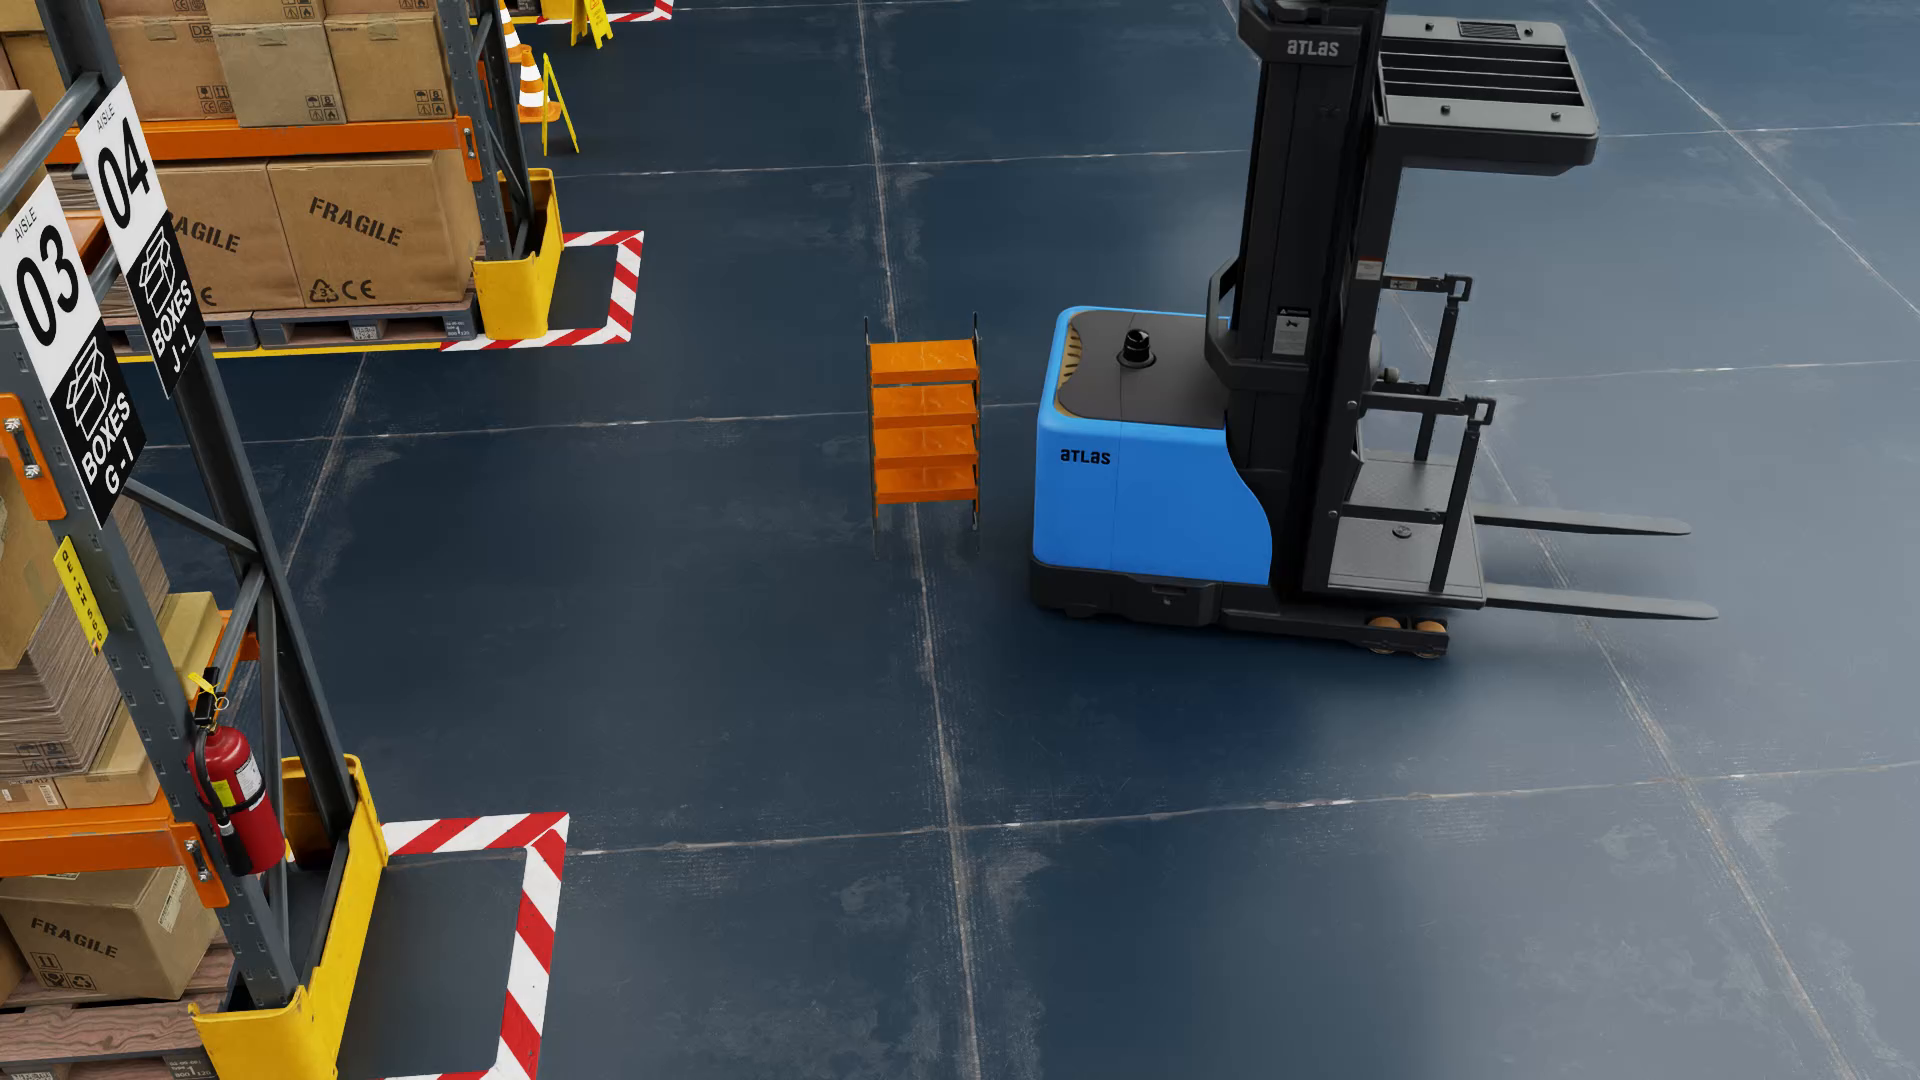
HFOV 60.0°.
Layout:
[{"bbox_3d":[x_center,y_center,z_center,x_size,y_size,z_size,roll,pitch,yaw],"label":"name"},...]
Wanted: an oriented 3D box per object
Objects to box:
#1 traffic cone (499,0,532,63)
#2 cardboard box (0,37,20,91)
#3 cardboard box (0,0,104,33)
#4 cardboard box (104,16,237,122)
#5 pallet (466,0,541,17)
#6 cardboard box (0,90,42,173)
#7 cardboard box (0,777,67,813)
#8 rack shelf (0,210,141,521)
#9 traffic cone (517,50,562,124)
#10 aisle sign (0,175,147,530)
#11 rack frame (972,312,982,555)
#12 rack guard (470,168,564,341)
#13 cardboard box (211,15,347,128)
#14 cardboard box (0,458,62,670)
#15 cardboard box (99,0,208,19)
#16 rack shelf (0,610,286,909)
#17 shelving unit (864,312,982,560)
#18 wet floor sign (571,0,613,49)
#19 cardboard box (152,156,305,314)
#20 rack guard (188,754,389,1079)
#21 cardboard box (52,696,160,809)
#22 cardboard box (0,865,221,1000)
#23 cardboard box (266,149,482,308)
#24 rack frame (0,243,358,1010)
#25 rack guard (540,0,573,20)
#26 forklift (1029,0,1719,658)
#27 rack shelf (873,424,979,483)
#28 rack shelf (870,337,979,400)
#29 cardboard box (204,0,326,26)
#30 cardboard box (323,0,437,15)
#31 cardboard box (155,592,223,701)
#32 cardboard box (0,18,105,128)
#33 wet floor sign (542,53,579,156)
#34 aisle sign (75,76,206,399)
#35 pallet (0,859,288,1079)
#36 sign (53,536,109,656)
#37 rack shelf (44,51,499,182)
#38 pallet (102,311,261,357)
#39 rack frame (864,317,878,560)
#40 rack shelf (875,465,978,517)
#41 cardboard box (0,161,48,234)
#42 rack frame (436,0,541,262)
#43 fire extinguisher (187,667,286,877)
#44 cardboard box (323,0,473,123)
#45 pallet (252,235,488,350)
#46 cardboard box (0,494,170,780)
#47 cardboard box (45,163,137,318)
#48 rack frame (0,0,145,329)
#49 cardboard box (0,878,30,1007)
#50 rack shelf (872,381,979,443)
[{"bbox_3d":[-3.478,-3.917,12.663,0.334,0.463,0.336,-3,38,-4],"label":"traffic cone"},{"bbox_3d":[-5.149,-2.552,8.764,0.550,0.550,0.875,-3,38,-4],"label":"cardboard box"},{"bbox_3d":[-4.624,-3.027,8.494,0.500,0.550,0.875,-3,38,-4],"label":"cardboard box"},{"bbox_3d":[-4.106,-2.698,8.948,0.550,0.550,0.875,-3,38,-4],"label":"cardboard box"},{"bbox_3d":[-4.052,-4.611,13.746,1.213,0.211,1.003,-3,38,-4],"label":"pallet"},{"bbox_3d":[-2.581,-1.021,4.322,0.250,0.149,0.380,-3,38,-4],"label":"cardboard box"},{"bbox_3d":[-2.801,0.637,5.046,0.250,0.149,0.380,-3,38,-4],"label":"cardboard box"},{"bbox_3d":[-4.279,-0.404,4.321,4.000,0.370,1.077,-3,38,-4],"label":"rack shelf"},{"bbox_3d":[-3.041,-3.251,11.819,0.334,0.463,0.336,-3,38,-4],"label":"traffic cone"},{"bbox_3d":[-2.198,-0.457,4.131,0.004,0.787,0.394,-3,38,-4],"label":"aisle sign"},{"bbox_3d":[0.078,-0.475,7.706,0.015,1.200,0.240,-3,38,-4],"label":"rack frame"},{"bbox_3d":[-2.601,-1.704,9.828,0.348,0.500,1.175,-3,38,-4],"label":"rack guard"},{"bbox_3d":[-3.537,-2.651,8.889,0.550,0.550,0.875,-3,38,-4],"label":"cardboard box"},{"bbox_3d":[-2.813,0.016,4.502,0.500,0.500,0.500,-3,38,-4],"label":"cardboard box"},{"bbox_3d":[-4.108,-3.136,8.633,0.550,0.550,0.875,-3,38,-4],"label":"cardboard box"},{"bbox_3d":[-4.279,0.774,5.250,4.000,0.370,1.077,-3,38,-4],"label":"rack shelf"},{"bbox_3d":[-0.165,-0.462,7.689,0.503,1.200,0.258,-3,38,-4],"label":"shelving unit"},{"bbox_3d":[-2.880,-4.159,12.822,0.232,0.644,0.267,9,39,12],"label":"wet floor sign"},{"bbox_3d":[-4.171,-1.887,9.419,0.875,0.875,0.875,-4,38,-5],"label":"cardboard box"},{"bbox_3d":[-2.362,1.367,5.936,0.348,0.500,1.175,-3,38,-4],"label":"rack guard"},{"bbox_3d":[-2.552,0.623,5.063,0.250,0.149,0.380,-3,38,-4],"label":"cardboard box"},{"bbox_3d":[-2.910,1.222,5.780,0.500,0.500,0.500,4,38,4],"label":"cardboard box"},{"bbox_3d":[-3.295,-1.937,9.481,0.875,0.875,0.875,-3,38,-4],"label":"cardboard box"},{"bbox_3d":[-2.287,0.382,5.167,0.127,3.000,1.000,-3,38,-4],"label":"rack frame"},{"bbox_3d":[-3.240,-4.747,13.685,0.348,0.500,1.175,-3,38,-4],"label":"rack guard"},{"bbox_3d":[1.877,-0.979,6.947,3.031,2.935,1.130,5,39,7],"label":"forklift"},{"bbox_3d":[-0.165,-0.409,7.730,0.480,0.148,0.258,-3,38,-4],"label":"rack shelf"},{"bbox_3d":[-0.165,-0.770,7.445,0.480,0.148,0.258,-3,38,-4],"label":"rack shelf"},{"bbox_3d":[-3.538,-3.083,8.565,0.550,0.550,0.875,-3,38,-4],"label":"cardboard box"},{"bbox_3d":[-2.998,-3.170,8.676,0.550,0.550,0.875,-3,38,-4],"label":"cardboard box"},{"bbox_3d":[-2.592,0.349,5.411,0.250,0.149,0.380,-3,38,-4],"label":"cardboard box"},{"bbox_3d":[-4.630,-2.643,8.879,0.500,0.550,0.875,-3,38,-4],"label":"cardboard box"},{"bbox_3d":[-2.772,-2.983,11.332,0.232,0.644,0.267,-9,39,-12],"label":"wet floor sign"},{"bbox_3d":[-2.251,-0.827,4.600,0.004,0.787,0.394,-3,38,-4],"label":"aisle sign"},{"bbox_3d":[-3.175,1.503,5.996,1.213,0.211,1.003,-3,38,-4],"label":"pallet"},{"bbox_3d":[-2.257,0.147,4.275,0.005,0.325,0.100,-3,38,-4],"label":"sign"},{"bbox_3d":[-4.617,-2.292,9.136,4.000,0.370,1.077,-3,38,-4],"label":"rack shelf"},{"bbox_3d":[-4.627,-1.432,9.717,1.213,0.211,1.003,-3,38,-4],"label":"pallet"},{"bbox_3d":[-0.408,-0.449,7.672,0.015,1.200,0.240,-3,38,-4],"label":"rack frame"},{"bbox_3d":[-0.165,-0.253,7.853,0.480,0.148,0.258,-3,38,-4],"label":"rack shelf"},{"bbox_3d":[-2.789,-0.870,4.453,0.500,0.250,0.500,-2,38,-3],"label":"cardboard box"},{"bbox_3d":[-2.625,-2.684,9.052,0.127,3.000,1.000,-3,38,-4],"label":"rack frame"},{"bbox_3d":[-2.132,0.690,4.838,0.183,0.674,0.296,-3,38,-4],"label":"fire extinguisher"},{"bbox_3d":[-2.991,-2.695,8.944,0.550,0.550,0.875,-3,38,-4],"label":"cardboard box"},{"bbox_3d":[-3.415,-1.497,9.799,1.213,0.211,1.003,-3,38,-4],"label":"pallet"},{"bbox_3d":[-2.837,0.239,5.027,0.500,0.500,0.875,-3,38,-4],"label":"cardboard box"},{"bbox_3d":[-5.079,-1.838,9.357,0.875,0.875,0.875,-3,38,-4],"label":"cardboard box"},{"bbox_3d":[-2.287,-1.973,3.308,0.127,3.000,1.000,-3,38,-4],"label":"rack frame"},{"bbox_3d":[-3.502,1.276,5.712,0.500,0.500,0.500,6,39,8],"label":"cardboard box"},{"bbox_3d":[-0.165,-0.585,7.592,0.480,0.148,0.258,-3,38,-4],"label":"rack shelf"}]
